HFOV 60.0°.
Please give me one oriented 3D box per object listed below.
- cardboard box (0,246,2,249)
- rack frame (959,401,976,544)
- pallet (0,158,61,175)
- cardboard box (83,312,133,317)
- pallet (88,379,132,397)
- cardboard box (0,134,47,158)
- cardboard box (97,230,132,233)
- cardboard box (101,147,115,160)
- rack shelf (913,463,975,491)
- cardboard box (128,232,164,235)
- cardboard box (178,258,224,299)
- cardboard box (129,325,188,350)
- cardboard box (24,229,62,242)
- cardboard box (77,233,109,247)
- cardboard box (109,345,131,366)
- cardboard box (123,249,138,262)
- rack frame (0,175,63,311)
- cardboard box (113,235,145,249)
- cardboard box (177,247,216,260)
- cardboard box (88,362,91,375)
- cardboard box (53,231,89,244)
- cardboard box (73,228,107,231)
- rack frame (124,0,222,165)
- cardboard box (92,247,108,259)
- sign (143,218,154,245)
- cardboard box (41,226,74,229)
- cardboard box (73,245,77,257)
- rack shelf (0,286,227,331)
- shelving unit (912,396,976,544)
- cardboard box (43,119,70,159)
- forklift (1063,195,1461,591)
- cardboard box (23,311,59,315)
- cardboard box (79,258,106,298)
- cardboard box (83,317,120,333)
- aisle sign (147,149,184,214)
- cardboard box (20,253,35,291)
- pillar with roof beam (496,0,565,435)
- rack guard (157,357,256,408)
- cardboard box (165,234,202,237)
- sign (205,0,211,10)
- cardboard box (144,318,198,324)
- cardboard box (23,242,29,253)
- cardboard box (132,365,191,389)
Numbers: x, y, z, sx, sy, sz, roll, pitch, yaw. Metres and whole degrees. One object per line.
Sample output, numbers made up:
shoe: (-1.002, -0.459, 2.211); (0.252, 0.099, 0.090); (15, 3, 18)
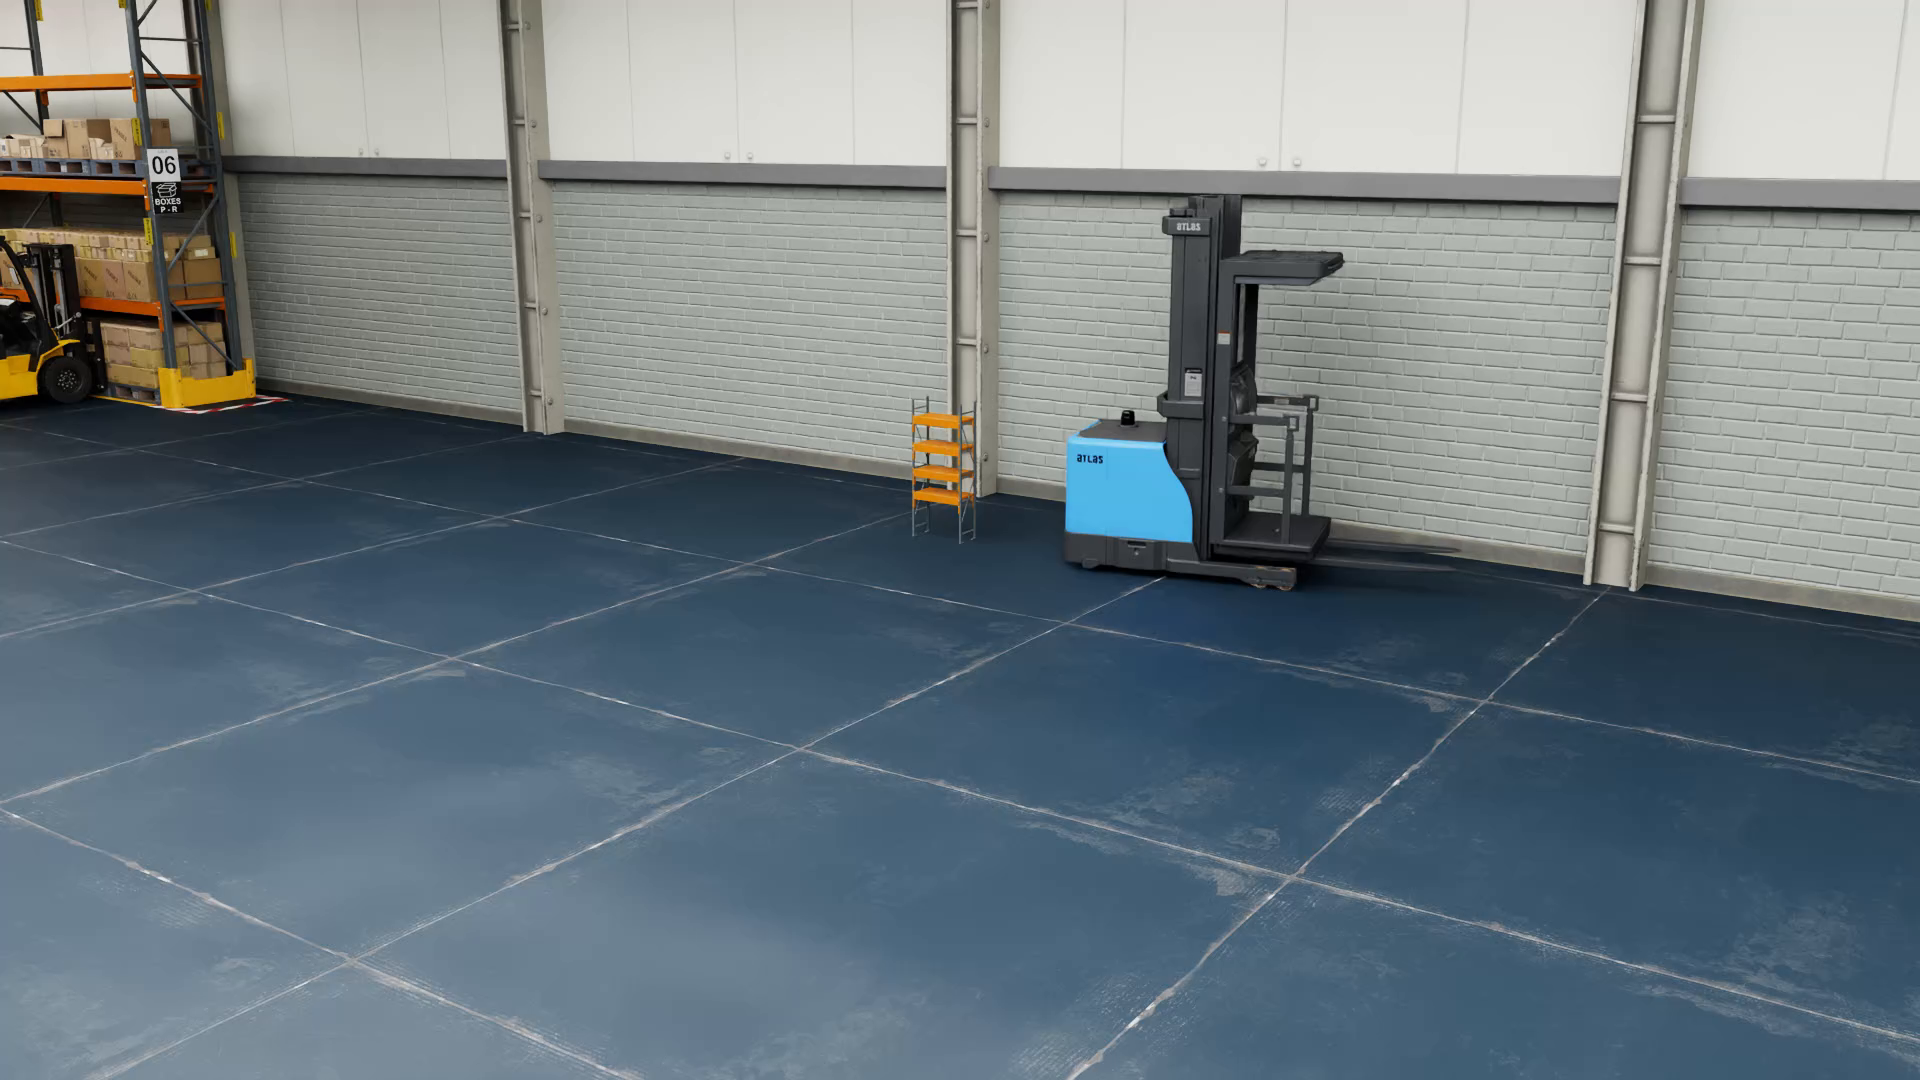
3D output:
cardboard box: (-13.489, -4.161, 23.333); (0.250, 0.149, 0.380); (10, 17, 35)
rack frame: (0.065, -0.572, 14.136); (0.015, 1.200, 0.240); (9, 17, 33)
pallet: (-12.359, -5.100, 22.626); (1.213, 0.211, 1.003); (9, 17, 33)
cardboard box: (-11.724, -2.988, 22.919); (0.500, 0.250, 0.500); (9, 17, 33)
pallet: (-11.428, -2.165, 22.627); (1.213, 0.211, 1.003); (9, 17, 33)
cardboard box: (-12.527, -5.301, 22.358); (0.500, 0.311, 0.500); (10, 17, 34)
cardboard box: (-11.410, -4.103, 22.480); (0.250, 0.149, 0.380); (10, 17, 34)
cardboard box: (-10.619, -4.897, 21.062); (0.250, 0.149, 0.380); (9, 16, 31)
rack shelf: (-0.137, -0.539, 14.285); (0.480, 0.148, 0.258); (9, 17, 33)
cardboard box: (-10.777, -3.996, 22.048); (0.250, 0.149, 0.380); (10, 17, 35)
cardboard box: (-10.018, -3.430, 21.730); (0.500, 0.500, 0.500); (10, 17, 35)
cardboard box: (-10.318, -2.614, 21.408); (0.500, 0.250, 0.500); (10, 17, 35)
cardboard box: (-12.498, -4.153, 22.680); (0.250, 0.149, 0.380); (9, 16, 32)
cardboard box: (-11.292, -3.925, 21.760); (0.250, 0.149, 0.380); (10, 17, 34)
cardboard box: (-10.751, -2.444, 21.762); (0.500, 0.250, 0.500); (9, 17, 32)
cardboard box: (-10.435, -3.642, 21.237); (0.250, 0.149, 0.380); (9, 17, 34)
rack frame: (-13.081, -3.796, 23.417); (0.127, 3.000, 1.000); (9, 17, 33)
cardboard box: (-10.631, -3.830, 21.377); (0.250, 0.149, 0.380); (10, 17, 34)
cardboard box: (-9.899, -3.721, 21.553); (0.250, 0.149, 0.380); (9, 16, 31)
cardboard box: (-11.589, -2.332, 22.349); (0.500, 0.250, 0.500); (10, 17, 35)
cardboard box: (-11.869, -4.045, 22.246); (0.250, 0.149, 0.380); (9, 17, 33)
cardboard box: (-11.993, -4.226, 22.975); (0.250, 0.149, 0.380); (9, 16, 32)
rack frame: (-9.762, -6.172, 20.529); (0.127, 3.000, 1.000); (9, 17, 33)
cardboard box: (-11.063, -3.751, 21.677); (0.250, 0.149, 0.380); (9, 16, 31)
sign: (-10.077, -3.831, 20.653); (0.005, 0.325, 0.100); (9, 17, 33)
cardboard box: (-12.648, -4.322, 23.362); (0.250, 0.149, 0.380); (9, 17, 33)
cardboard box: (-11.692, -3.853, 22.089); (0.250, 0.149, 0.380); (9, 16, 32)
rack shelf: (-11.422, -3.179, 22.420); (4.000, 0.370, 1.077); (9, 17, 33)
shelving unit: (-0.137, -0.605, 14.269); (0.503, 1.200, 0.258); (9, 17, 33)
cardboard box: (-11.524, -5.273, 21.842); (0.637, 0.503, 0.797); (10, 17, 35)
forklift: (2.405, -1.179, 12.985); (3.031, 2.935, 1.130); (5, 15, 19)
cardboard box: (-12.855, -3.024, 23.062); (0.500, 0.250, 0.500); (9, 16, 32)
cardboard box: (-11.168, -3.462, 21.859); (0.500, 0.500, 0.500); (9, 16, 32)
cardboard box: (-11.586, -2.817, 22.226); (0.500, 0.250, 0.500); (9, 16, 32)
aisle sign: (-9.872, -4.455, 20.666); (0.004, 0.787, 0.394); (9, 17, 33)
cardboard box: (-12.417, -3.667, 22.686); (0.500, 0.500, 0.500); (10, 17, 34)
pillar with roof beam: (-7.261, -4.782, 14.915); (0.400, 9.000, 9.100); (9, 17, 33)
rack guard: (-9.742, -2.043, 21.538); (0.348, 0.500, 1.175); (9, 17, 33)
cardboard box: (-10.107, -3.904, 21.673); (0.250, 0.149, 0.380); (10, 17, 35)
sign: (-9.447, -6.812, 20.842); (0.005, 0.325, 0.100); (9, 17, 33)
cardboard box: (-10.472, -2.783, 22.091); (0.500, 0.250, 0.500); (9, 17, 33)
cardboard box: (-12.516, -4.001, 22.685); (0.250, 0.149, 0.380); (9, 17, 33)
cardboard box: (-10.328, -2.129, 21.530); (0.500, 0.250, 0.500); (9, 17, 33)
